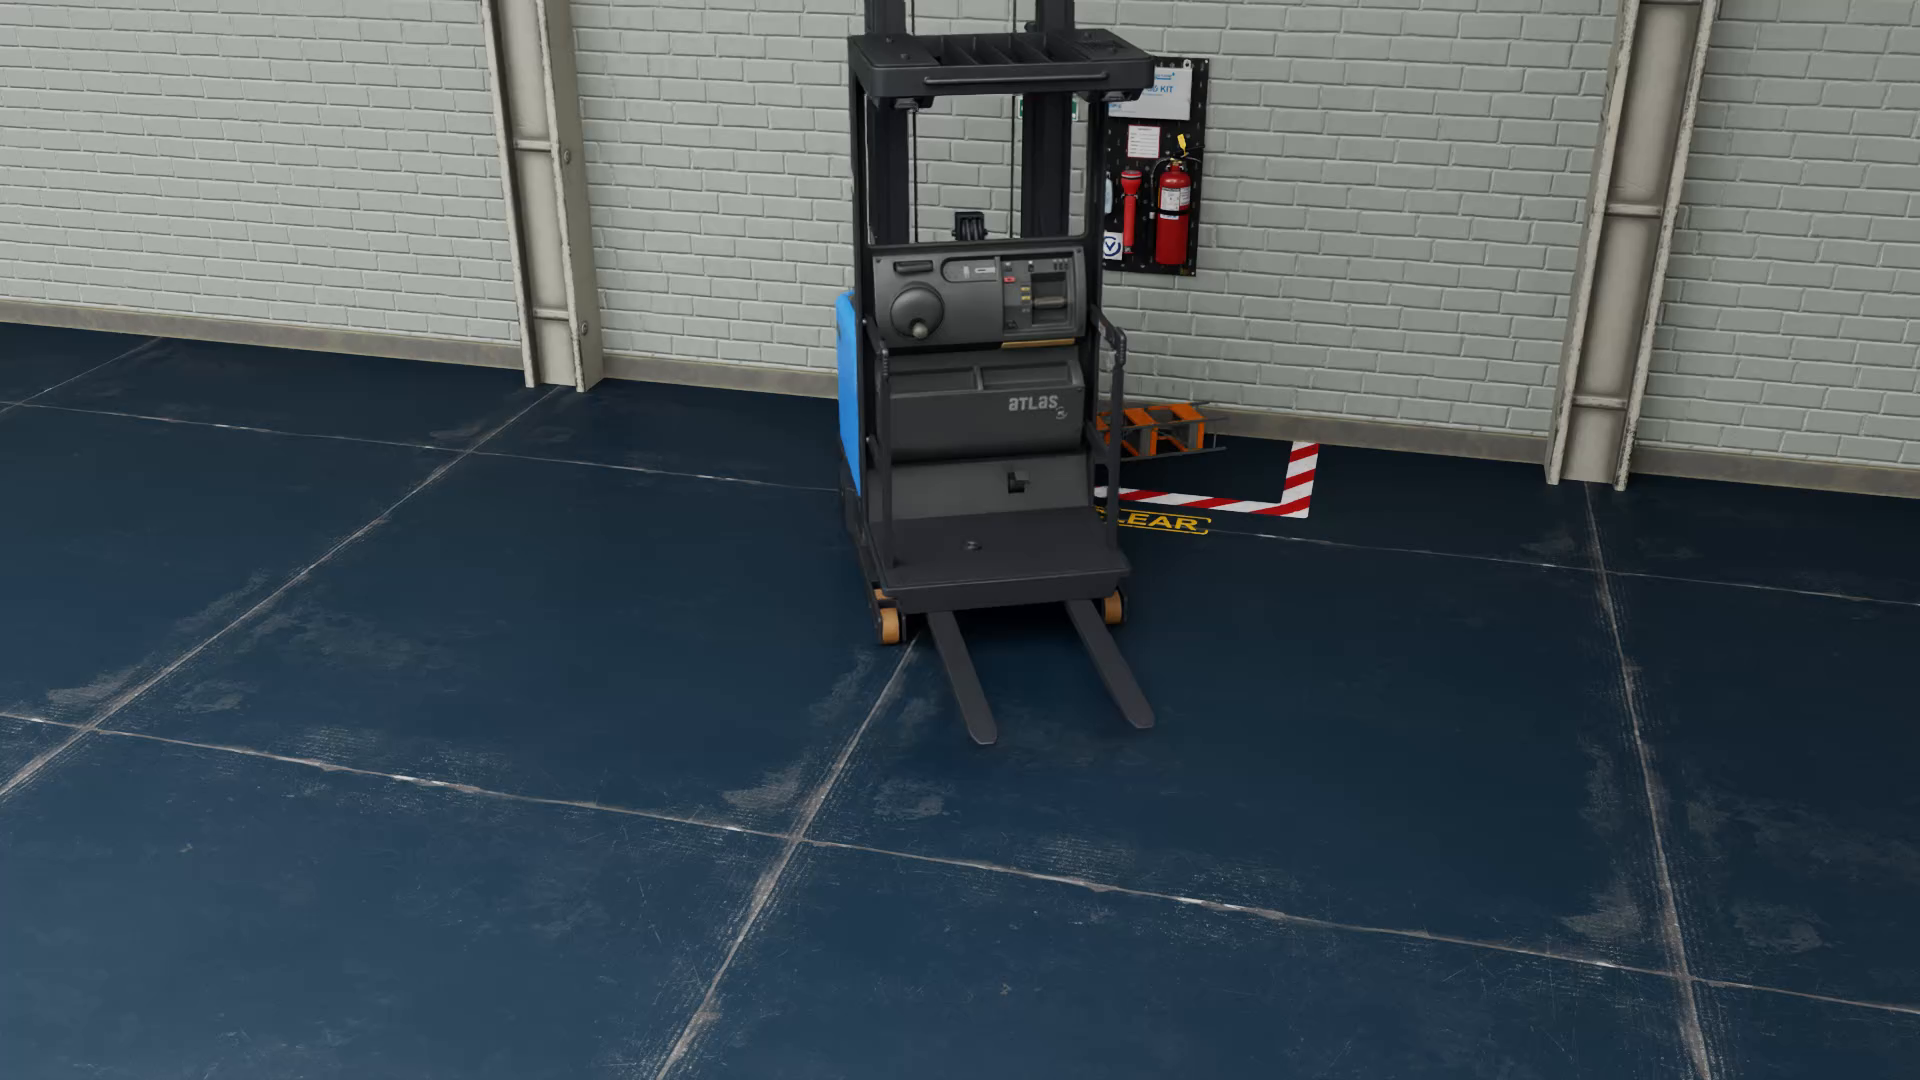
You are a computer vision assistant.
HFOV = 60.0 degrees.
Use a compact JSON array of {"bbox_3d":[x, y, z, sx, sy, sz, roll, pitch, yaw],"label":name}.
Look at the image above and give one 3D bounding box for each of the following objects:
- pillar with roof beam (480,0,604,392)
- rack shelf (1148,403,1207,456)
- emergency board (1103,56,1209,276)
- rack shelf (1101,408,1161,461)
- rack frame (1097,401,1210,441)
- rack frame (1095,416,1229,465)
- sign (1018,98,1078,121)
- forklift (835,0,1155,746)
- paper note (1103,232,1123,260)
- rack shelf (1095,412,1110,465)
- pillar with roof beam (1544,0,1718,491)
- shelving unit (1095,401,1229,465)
[{"bbox_3d":[-3.516,-3.257,4.623,0.400,9.000,9.100,6,26,13],"label":"pillar with roof beam"},{"bbox_3d":[1.209,-0.616,9.284,0.259,0.215,0.240,-7,27,-17],"label":"rack shelf"},{"bbox_3d":[0.983,-1.979,8.917,0.643,1.169,0.194,6,26,13],"label":"emergency board"},{"bbox_3d":[0.940,-0.582,9.201,0.259,0.215,0.240,-7,27,-17],"label":"rack shelf"},{"bbox_3d":[0.912,-0.635,9.308,1.050,0.200,0.008,-7,27,-17],"label":"rack frame"},{"bbox_3d":[0.988,-0.532,9.101,1.050,0.200,0.008,-7,27,-17],"label":"rack frame"},{"bbox_3d":[0.475,-2.332,9.001,0.331,0.109,0.001,6,26,13],"label":"sign"},{"bbox_3d":[0.129,-1.033,7.010,1.130,2.935,3.031,-5,26,-9],"label":"forklift"},{"bbox_3d":[0.829,-1.629,9.207,0.142,0.148,0.016,6,26,13],"label":"paper note"},{"bbox_3d":[0.676,-0.549,9.121,0.259,0.215,0.240,-7,27,-17],"label":"rack shelf"},{"bbox_3d":[2.295,-2.615,3.274,0.400,9.000,9.100,6,26,13],"label":"pillar with roof beam"},{"bbox_3d":[0.950,-0.584,9.205,1.050,0.215,0.252,-7,27,-17],"label":"shelving unit"}]
